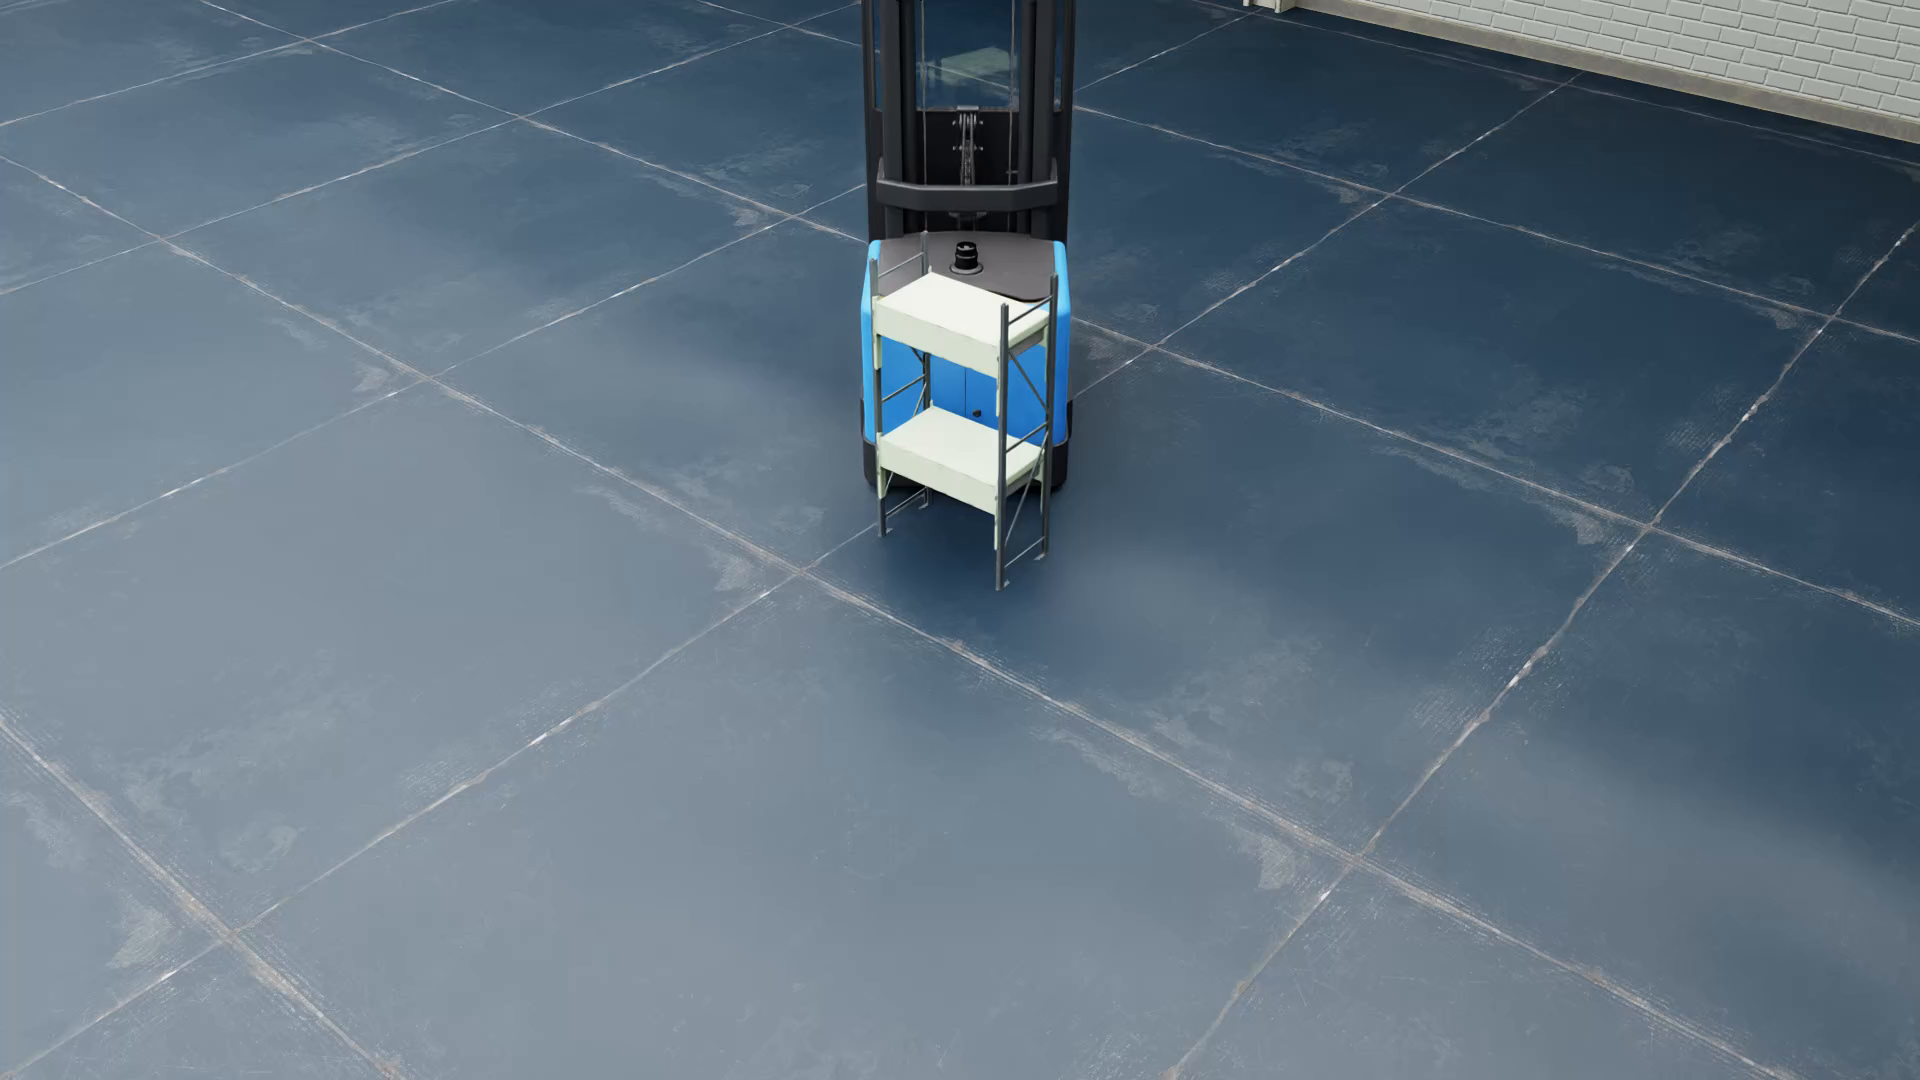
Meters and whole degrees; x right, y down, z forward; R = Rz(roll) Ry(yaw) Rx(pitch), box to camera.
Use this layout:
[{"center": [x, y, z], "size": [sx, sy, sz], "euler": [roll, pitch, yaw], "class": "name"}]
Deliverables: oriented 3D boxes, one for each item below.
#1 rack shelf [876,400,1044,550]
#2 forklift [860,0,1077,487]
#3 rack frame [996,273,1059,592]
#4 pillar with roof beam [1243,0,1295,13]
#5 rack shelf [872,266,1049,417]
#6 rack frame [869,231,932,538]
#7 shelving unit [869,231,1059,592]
[{"center": [0.014, -0.323, 7.971], "size": [0.720, 0.370, 0.431], "euler": [24, 41, 30], "class": "rack shelf"}, {"center": [0.046, -2.282, 8.984], "size": [1.130, 2.935, 3.031], "euler": [0, 34, 1], "class": "forklift"}, {"center": [0.302, -0.464, 7.601], "size": [0.023, 1.500, 0.400], "euler": [24, 41, 30], "class": "rack frame"}, {"center": [0.135, -6.826, 10.241], "size": [0.400, 9.000, 9.100], "euler": [25, 42, 32], "class": "pillar with roof beam"}, {"center": [0.014, -0.913, 7.565], "size": [0.720, 0.370, 0.431], "euler": [24, 41, 30], "class": "rack shelf"}, {"center": [-0.275, -0.719, 7.972], "size": [0.023, 1.500, 0.400], "euler": [24, 41, 30], "class": "rack frame"}, {"center": [0.014, -0.591, 7.786], "size": [0.755, 1.500, 0.431], "euler": [24, 41, 30], "class": "shelving unit"}]
